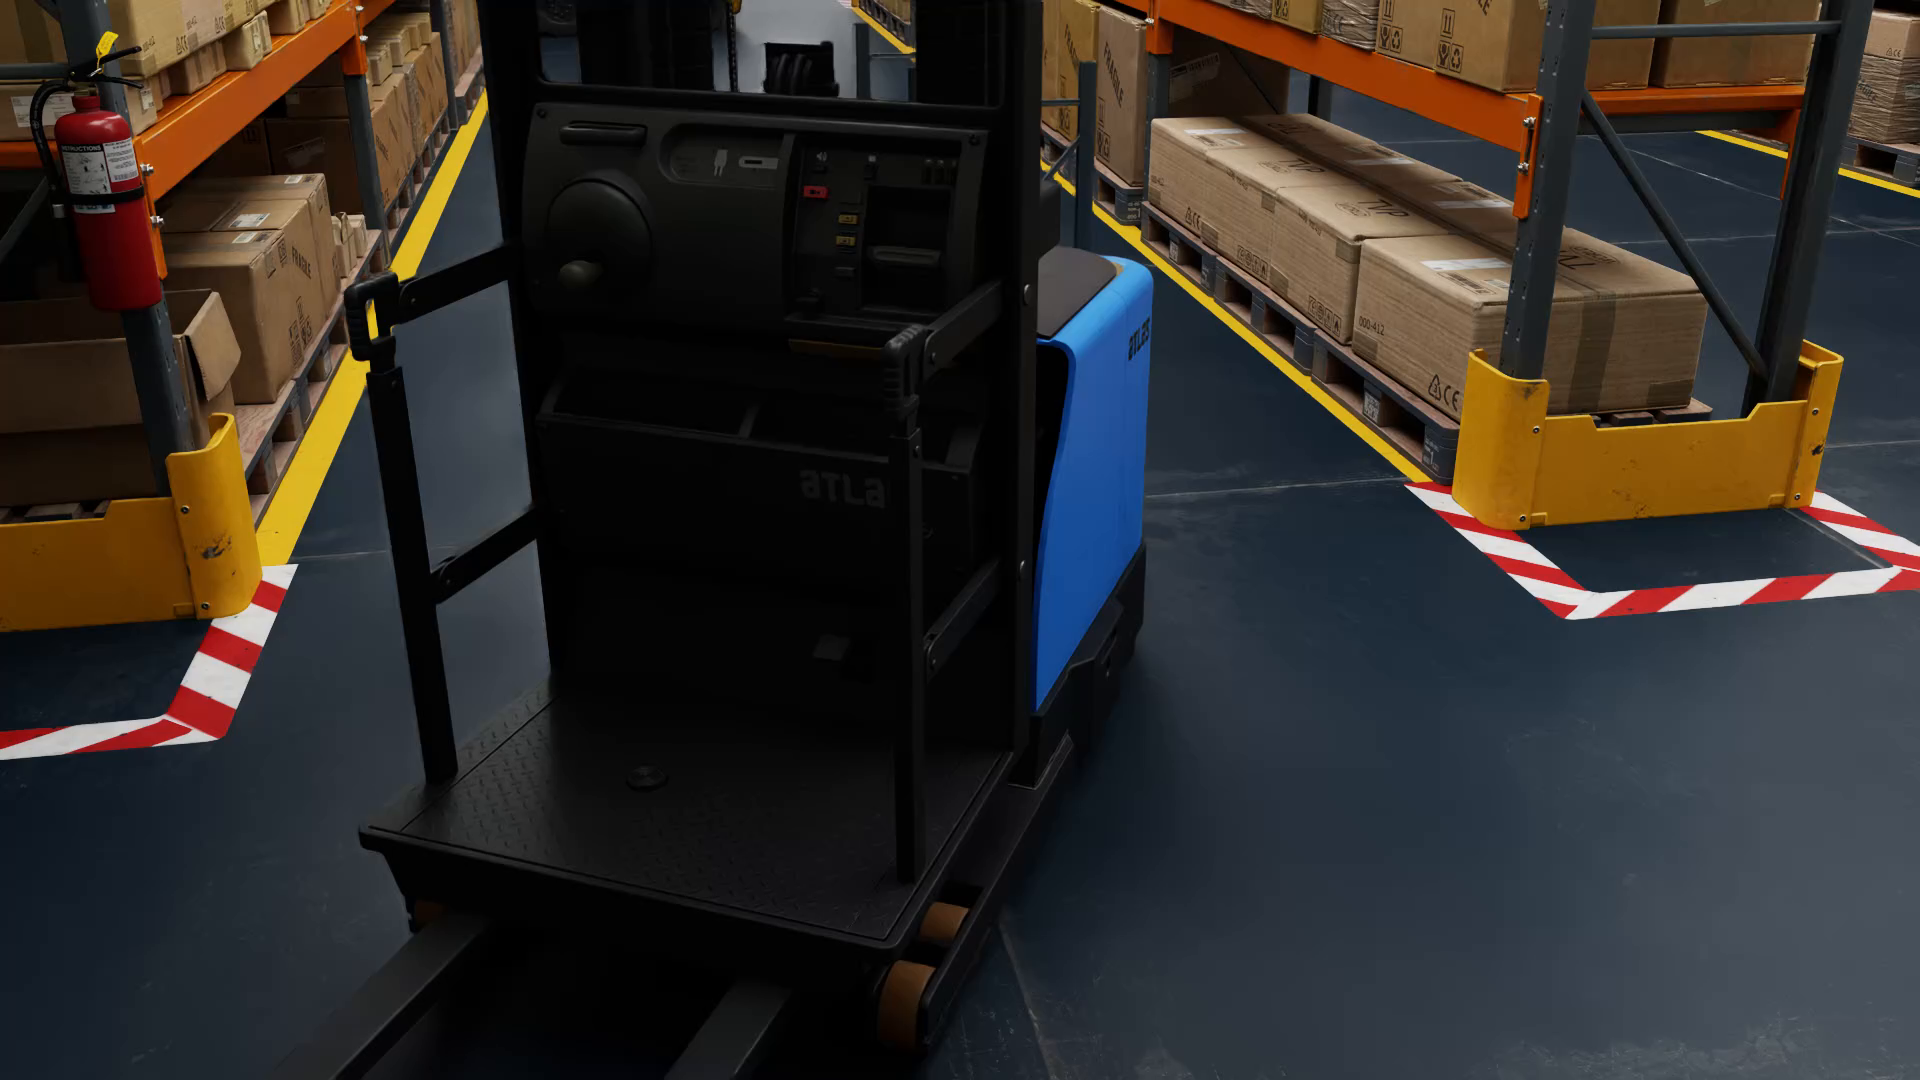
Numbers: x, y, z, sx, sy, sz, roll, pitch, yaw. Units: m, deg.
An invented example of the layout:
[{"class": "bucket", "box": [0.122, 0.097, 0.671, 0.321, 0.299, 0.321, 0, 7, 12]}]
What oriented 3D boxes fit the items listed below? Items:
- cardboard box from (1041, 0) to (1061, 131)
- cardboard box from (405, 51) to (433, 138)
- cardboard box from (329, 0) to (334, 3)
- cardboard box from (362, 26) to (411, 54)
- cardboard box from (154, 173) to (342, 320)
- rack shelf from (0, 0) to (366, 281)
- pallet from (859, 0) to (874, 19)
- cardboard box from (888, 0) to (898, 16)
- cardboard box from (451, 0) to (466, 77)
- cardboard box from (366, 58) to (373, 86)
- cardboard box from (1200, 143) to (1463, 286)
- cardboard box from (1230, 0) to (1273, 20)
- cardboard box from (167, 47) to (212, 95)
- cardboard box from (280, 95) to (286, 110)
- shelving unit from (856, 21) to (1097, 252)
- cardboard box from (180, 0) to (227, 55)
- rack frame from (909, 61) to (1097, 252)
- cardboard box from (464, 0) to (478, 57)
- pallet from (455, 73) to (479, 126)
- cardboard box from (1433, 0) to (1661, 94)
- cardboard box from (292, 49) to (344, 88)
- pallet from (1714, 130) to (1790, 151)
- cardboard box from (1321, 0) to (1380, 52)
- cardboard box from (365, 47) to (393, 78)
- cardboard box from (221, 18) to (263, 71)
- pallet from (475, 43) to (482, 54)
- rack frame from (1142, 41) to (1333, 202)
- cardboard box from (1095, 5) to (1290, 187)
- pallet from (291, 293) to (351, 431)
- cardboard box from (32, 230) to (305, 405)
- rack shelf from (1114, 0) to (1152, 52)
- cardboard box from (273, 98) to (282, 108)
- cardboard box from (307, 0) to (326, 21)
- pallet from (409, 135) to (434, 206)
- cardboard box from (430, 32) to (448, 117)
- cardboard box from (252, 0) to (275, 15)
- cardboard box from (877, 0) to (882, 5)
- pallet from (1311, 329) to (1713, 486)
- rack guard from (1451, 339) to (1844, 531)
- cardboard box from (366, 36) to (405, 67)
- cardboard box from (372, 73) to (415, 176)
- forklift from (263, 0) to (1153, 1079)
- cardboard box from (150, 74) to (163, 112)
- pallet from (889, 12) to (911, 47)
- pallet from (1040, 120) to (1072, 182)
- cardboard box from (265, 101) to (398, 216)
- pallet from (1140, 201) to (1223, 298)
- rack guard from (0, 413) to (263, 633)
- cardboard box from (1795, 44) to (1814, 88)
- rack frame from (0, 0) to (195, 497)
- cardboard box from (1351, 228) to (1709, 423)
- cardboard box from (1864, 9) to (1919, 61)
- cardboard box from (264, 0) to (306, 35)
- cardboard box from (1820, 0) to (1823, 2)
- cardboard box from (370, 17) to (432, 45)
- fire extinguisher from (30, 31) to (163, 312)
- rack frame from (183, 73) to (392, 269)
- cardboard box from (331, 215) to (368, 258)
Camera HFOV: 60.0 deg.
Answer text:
[{"class": "cardboard box", "box": [0.966, -3.257, 11.089, 0.875, 0.875, 0.875, -4, 24, -9]}, {"class": "cardboard box", "box": [-3.647, -2.791, 10.492, 0.500, 0.500, 0.500, -3, 24, -7]}, {"class": "cardboard box", "box": [-3.071, -2.503, 7.547, 0.380, 0.149, 0.250, -4, 24, -9]}, {"class": "cardboard box", "box": [-3.688, -3.148, 10.497, 0.380, 0.149, 0.250, -4, 24, -8]}, {"class": "cardboard box", "box": [-2.971, -1.193, 6.833, 0.700, 0.500, 0.500, -5, 24, -12]}, {"class": "rack shelf", "box": [-3.009, -1.608, 6.084, 1.077, 0.370, 4.000, -4, 24, -10]}, {"class": "pallet", "box": [-0.591, -6.184, 19.145, 1.003, 0.211, 1.213, -4, 24, -10]}, {"class": "cardboard box", "box": [-0.462, -5.594, 17.221, 0.500, 0.250, 0.500, -5, 24, -11]}, {"class": "cardboard box", "box": [-4.349, -3.905, 12.886, 0.875, 0.625, 0.625, -4, 24, -8]}, {"class": "cardboard box", "box": [-3.433, -2.540, 9.105, 0.380, 0.149, 0.250, -5, 24, -11]}, {"class": "cardboard box", "box": [1.676, -1.505, 7.624, 0.875, 0.438, 0.875, -5, 24, -11]}, {"class": "cardboard box", "box": [1.503, -2.541, 7.195, 0.500, 0.500, 0.500, -4, 24, -9]}, {"class": "cardboard box", "box": [-2.592, -1.487, 5.221, 0.380, 0.149, 0.250, -4, 24, -8]}, {"class": "cardboard box", "box": [-3.311, -2.333, 8.632, 0.380, 0.149, 0.250, -5, 24, -11]}, {"class": "shelving unit", "box": [0.019, -0.758, 5.112, 0.587, 1.500, 1.083, -4, 24, -10]}, {"class": "cardboard box", "box": [-2.552, -1.616, 5.017, 0.500, 0.250, 0.500, -4, 24, -9]}, {"class": "rack frame", "box": [0.115, -0.562, 4.663, 0.500, 1.500, 0.032, -4, 24, -10]}, {"class": "cardboard box", "box": [-4.615, -4.465, 14.169, 0.875, 0.625, 0.625, -5, 24, -10]}, {"class": "pallet", "box": [-4.232, -3.347, 12.649, 1.003, 0.211, 1.213, -4, 24, -10]}, {"class": "cardboard box", "box": [1.889, -1.736, 5.352, 0.500, 0.500, 0.500, -4, 24, -9]}, {"class": "cardboard box", "box": [-3.243, -2.361, 8.326, 0.380, 0.149, 0.250, -5, 24, -11]}, {"class": "pallet", "box": [5.970, -3.009, 11.875, 1.003, 0.211, 1.213, -4, 24, -10]}, {"class": "cardboard box", "box": [1.706, -2.136, 6.269, 0.500, 0.500, 0.500, -4, 24, -8]}, {"class": "cardboard box", "box": [-3.487, -2.739, 9.561, 0.380, 0.149, 0.250, -3, 24, -8]}, {"class": "cardboard box", "box": [-2.619, -1.696, 5.700, 0.380, 0.149, 0.250, -5, 24, -11]}, {"class": "pallet", "box": [-4.683, -4.307, 14.847, 1.003, 0.211, 1.213, -4, 24, -10]}, {"class": "rack frame", "box": [1.499, -3.093, 8.585, 1.000, 3.000, 0.127, -4, 24, -10]}, {"class": "cardboard box", "box": [1.305, -2.550, 9.471, 0.875, 0.875, 0.875, -4, 24, -8]}, {"class": "pallet", "box": [-3.024, -0.696, 6.579, 1.003, 0.211, 1.213, -4, 24, -10]}, {"class": "cardboard box", "box": [-2.779, -0.785, 5.898, 0.700, 0.500, 0.500, -3, 24, -8]}, {"class": "rack shelf", "box": [1.129, -3.550, 10.530, 1.077, 0.370, 4.000, -4, 24, -10]}, {"class": "cardboard box", "box": [-3.843, -2.139, 8.998, 0.500, 0.500, 0.500, -5, 24, -12]}, {"class": "cardboard box", "box": [-2.930, -2.302, 7.086, 0.380, 0.149, 0.250, -4, 24, -8]}, {"class": "pallet", "box": [-3.795, -2.245, 10.126, 1.003, 0.211, 1.213, -4, 24, -10]}, {"class": "cardboard box", "box": [-3.829, -3.195, 11.415, 0.500, 0.500, 0.500, -4, 24, -8]}, {"class": "cardboard box", "box": [-2.764, -2.014, 5.930, 0.500, 0.250, 0.500, -5, 24, -11]}, {"class": "cardboard box", "box": [-0.643, -5.993, 18.135, 0.500, 0.250, 0.500, -3, 24, -6]}, {"class": "pallet", "box": [2.014, -0.551, 6.248, 1.003, 0.211, 1.213, -4, 24, -10]}, {"class": "rack guard", "box": [2.243, -0.365, 5.461, 1.175, 0.500, 0.348, -4, 24, -10]}, {"class": "cardboard box", "box": [-3.560, -2.943, 10.029, 0.380, 0.149, 0.250, -5, 24, -12]}, {"class": "cardboard box", "box": [-3.443, -2.384, 9.559, 0.500, 0.500, 0.500, -5, 24, -11]}, {"class": "forklift", "box": [-0.467, -0.580, 2.915, 1.130, 2.935, 3.031, 8, 25, 18]}, {"class": "cardboard box", "box": [-2.523, -1.282, 4.752, 0.380, 0.149, 0.250, -4, 24, -8]}, {"class": "pallet", "box": [-0.140, -5.224, 16.947, 1.003, 0.211, 1.213, -4, 24, -10]}, {"class": "pallet", "box": [1.053, -2.594, 10.927, 1.003, 0.211, 1.213, -4, 24, -10]}, {"class": "cardboard box", "box": [-3.247, -1.979, 8.631, 0.500, 0.500, 0.500, -3, 24, -7]}, {"class": "pallet", "box": [1.562, -1.511, 8.445, 1.003, 0.211, 1.213, -4, 24, -10]}, {"class": "rack guard", "box": [-2.653, -0.036, 4.707, 1.175, 0.500, 0.348, -4, 24, -10]}, {"class": "cardboard box", "box": [5.866, -3.021, 11.017, 0.500, 0.500, 0.500, -5, 24, -11]}, {"class": "rack frame", "box": [-2.639, -1.151, 4.138, 1.000, 3.000, 0.127, -4, 24, -10]}, {"class": "cardboard box", "box": [2.018, -0.791, 5.989, 0.875, 0.438, 0.875, -5, 24, -12]}, {"class": "cardboard box", "box": [5.959, -3.164, 10.409, 0.500, 0.250, 0.500, -5, 24, -11]}, {"class": "cardboard box", "box": [-2.833, -2.098, 6.620, 0.380, 0.149, 0.250, -5, 24, -11]}, {"class": "cardboard box", "box": [5.765, -3.574, 11.348, 0.500, 0.250, 0.500, -5, 24, -12]}, {"class": "cardboard box", "box": [-3.697, -3.362, 10.987, 0.380, 0.149, 0.250, -6, 24, -12]}, {"class": "fire extinguisher", "box": [-2.158, -0.921, 4.174, 0.296, 0.674, 0.183, -4, 24, -10]}, {"class": "rack frame", "box": [-3.379, -2.725, 7.741, 1.000, 3.000, 0.127, -4, 24, -10]}, {"class": "cardboard box", "box": [-2.987, -1.413, 7.775, 0.380, 0.149, 0.250, -5, 24, -11]}]
